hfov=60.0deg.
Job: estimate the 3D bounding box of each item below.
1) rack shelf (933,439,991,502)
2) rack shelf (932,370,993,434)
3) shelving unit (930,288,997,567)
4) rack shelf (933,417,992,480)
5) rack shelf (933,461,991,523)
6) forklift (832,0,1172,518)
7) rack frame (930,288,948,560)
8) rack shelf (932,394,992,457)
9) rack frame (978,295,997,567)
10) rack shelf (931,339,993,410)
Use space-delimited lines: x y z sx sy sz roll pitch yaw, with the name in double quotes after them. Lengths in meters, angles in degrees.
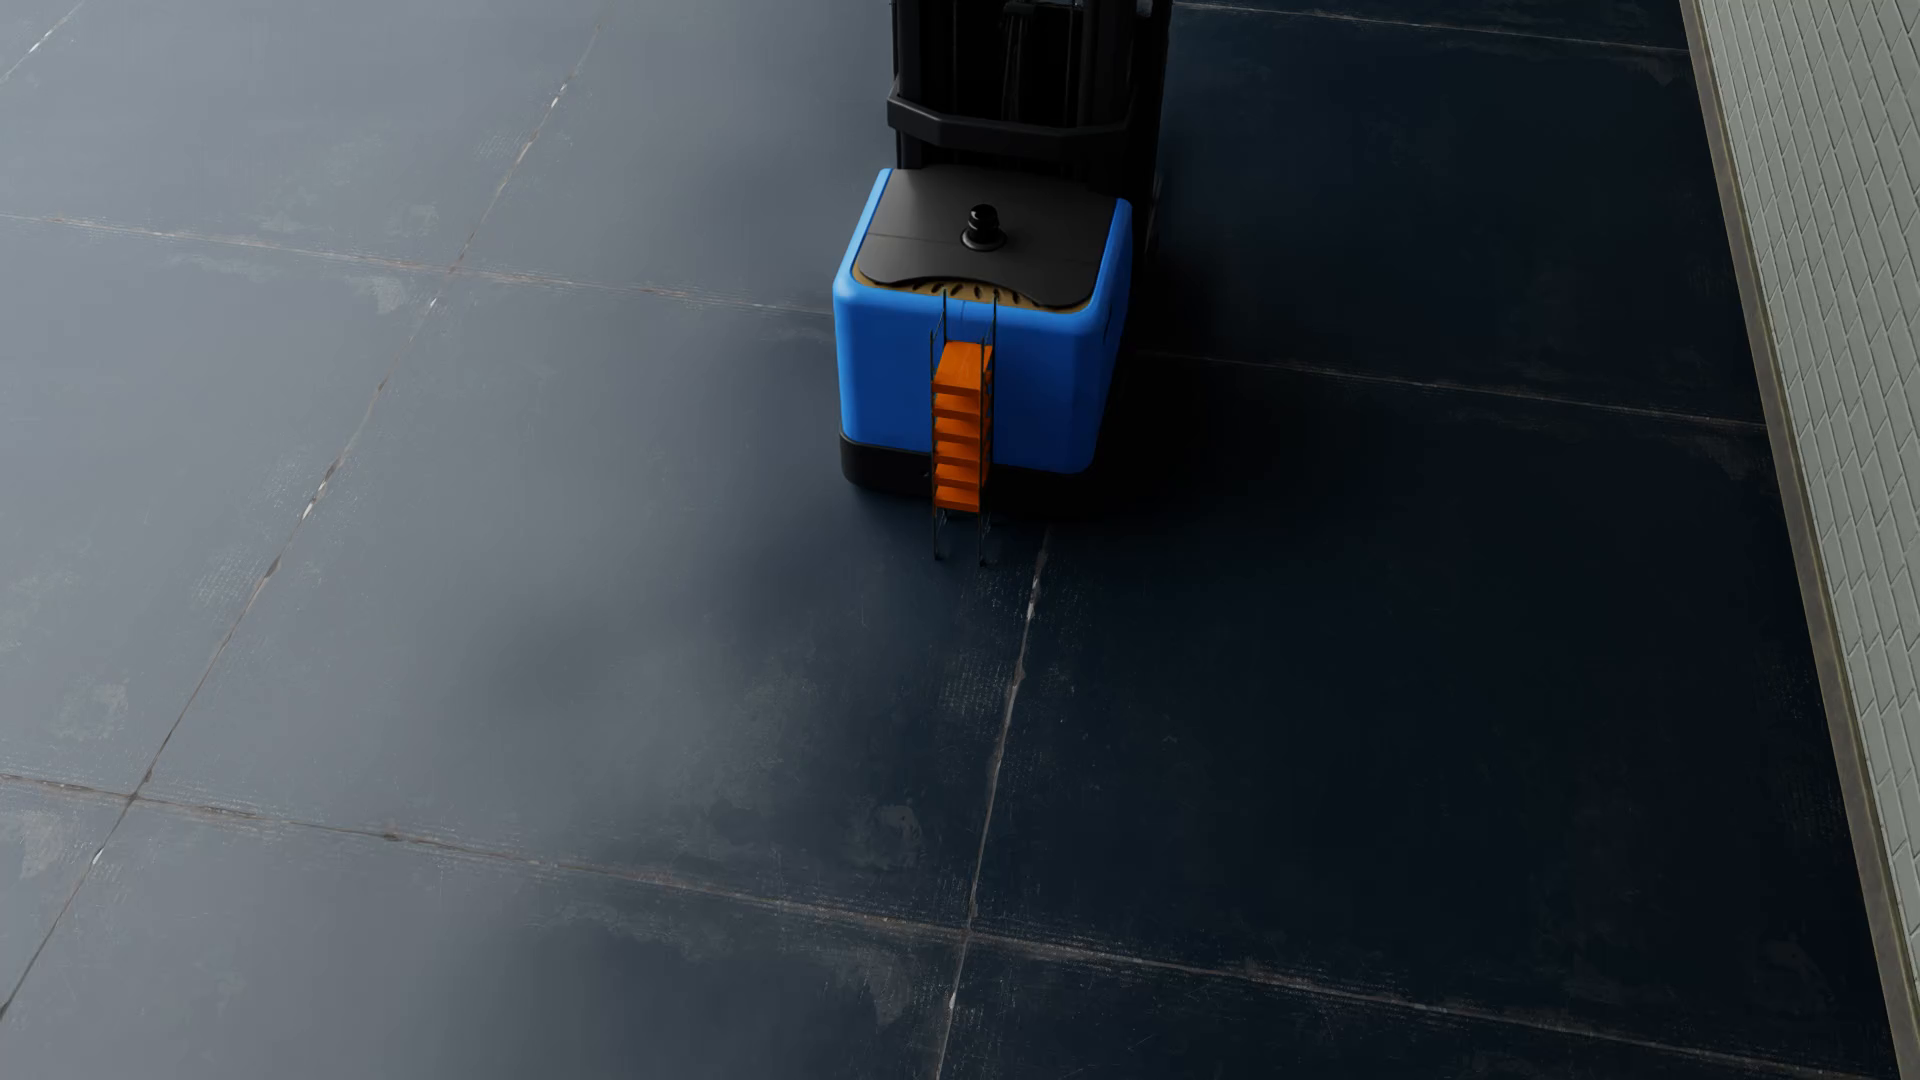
0.012 -0.284 6.391 0.180 0.103 0.258 9 49 8 "rack shelf"
0.012 -0.524 6.123 0.180 0.103 0.258 9 49 8 "rack shelf"
0.012 -0.394 6.269 0.189 1.200 0.258 9 49 8 "shelving unit"
0.012 -0.364 6.302 0.180 0.103 0.258 9 49 8 "rack shelf"
0.012 -0.204 6.480 0.180 0.103 0.258 9 49 8 "rack shelf"
0.324 -2.187 6.717 1.130 2.935 3.031 9 49 8 "forklift"
-0.078 -0.408 6.282 0.006 1.200 0.240 9 49 8 "rack frame"
0.012 -0.444 6.212 0.180 0.103 0.258 9 49 8 "rack shelf"
0.101 -0.379 6.256 0.006 1.200 0.240 9 49 8 "rack frame"
0.012 -0.604 6.034 0.180 0.103 0.258 9 49 8 "rack shelf"
